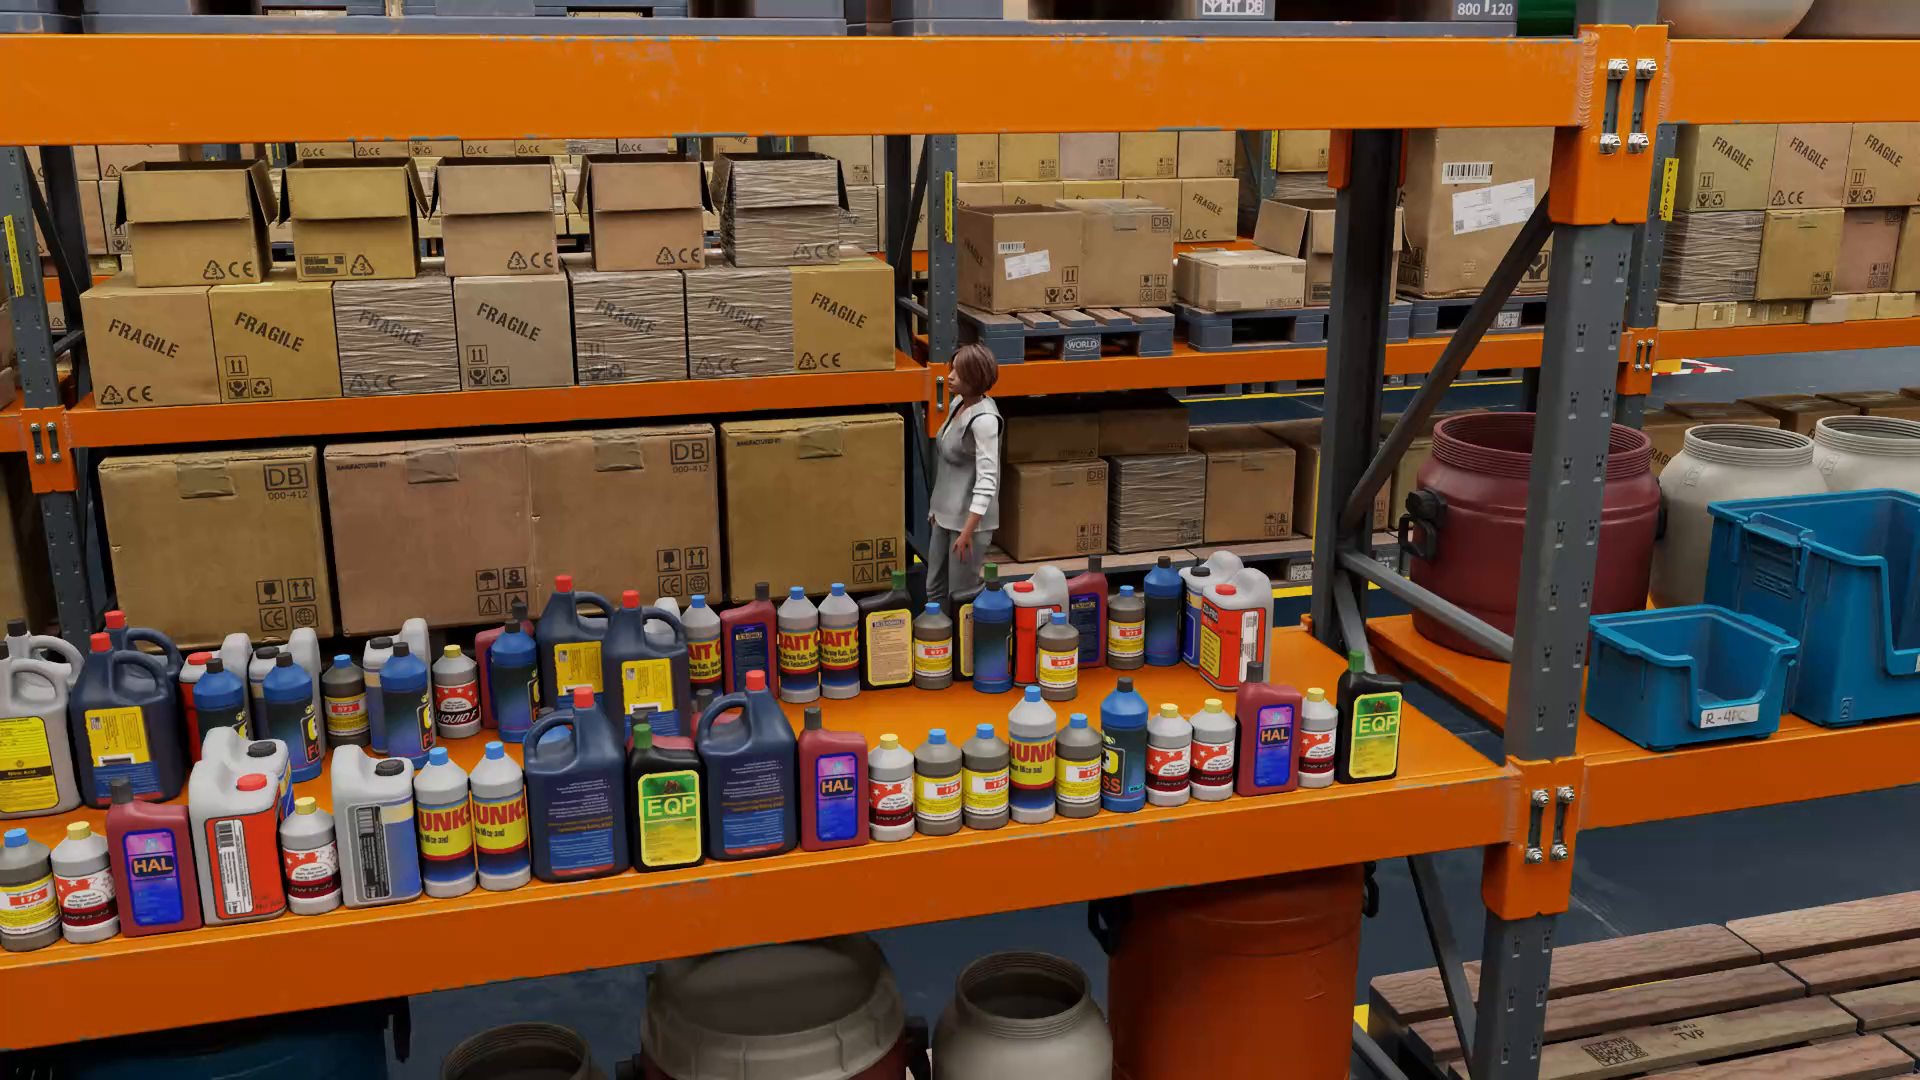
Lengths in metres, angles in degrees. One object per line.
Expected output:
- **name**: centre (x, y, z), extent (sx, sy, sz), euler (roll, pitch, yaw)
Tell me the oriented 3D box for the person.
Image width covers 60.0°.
- **person**: centre (-0.065, -0.052, 7.235), extent (0.475, 1.574, 0.520), euler (-5, 17, -15)
